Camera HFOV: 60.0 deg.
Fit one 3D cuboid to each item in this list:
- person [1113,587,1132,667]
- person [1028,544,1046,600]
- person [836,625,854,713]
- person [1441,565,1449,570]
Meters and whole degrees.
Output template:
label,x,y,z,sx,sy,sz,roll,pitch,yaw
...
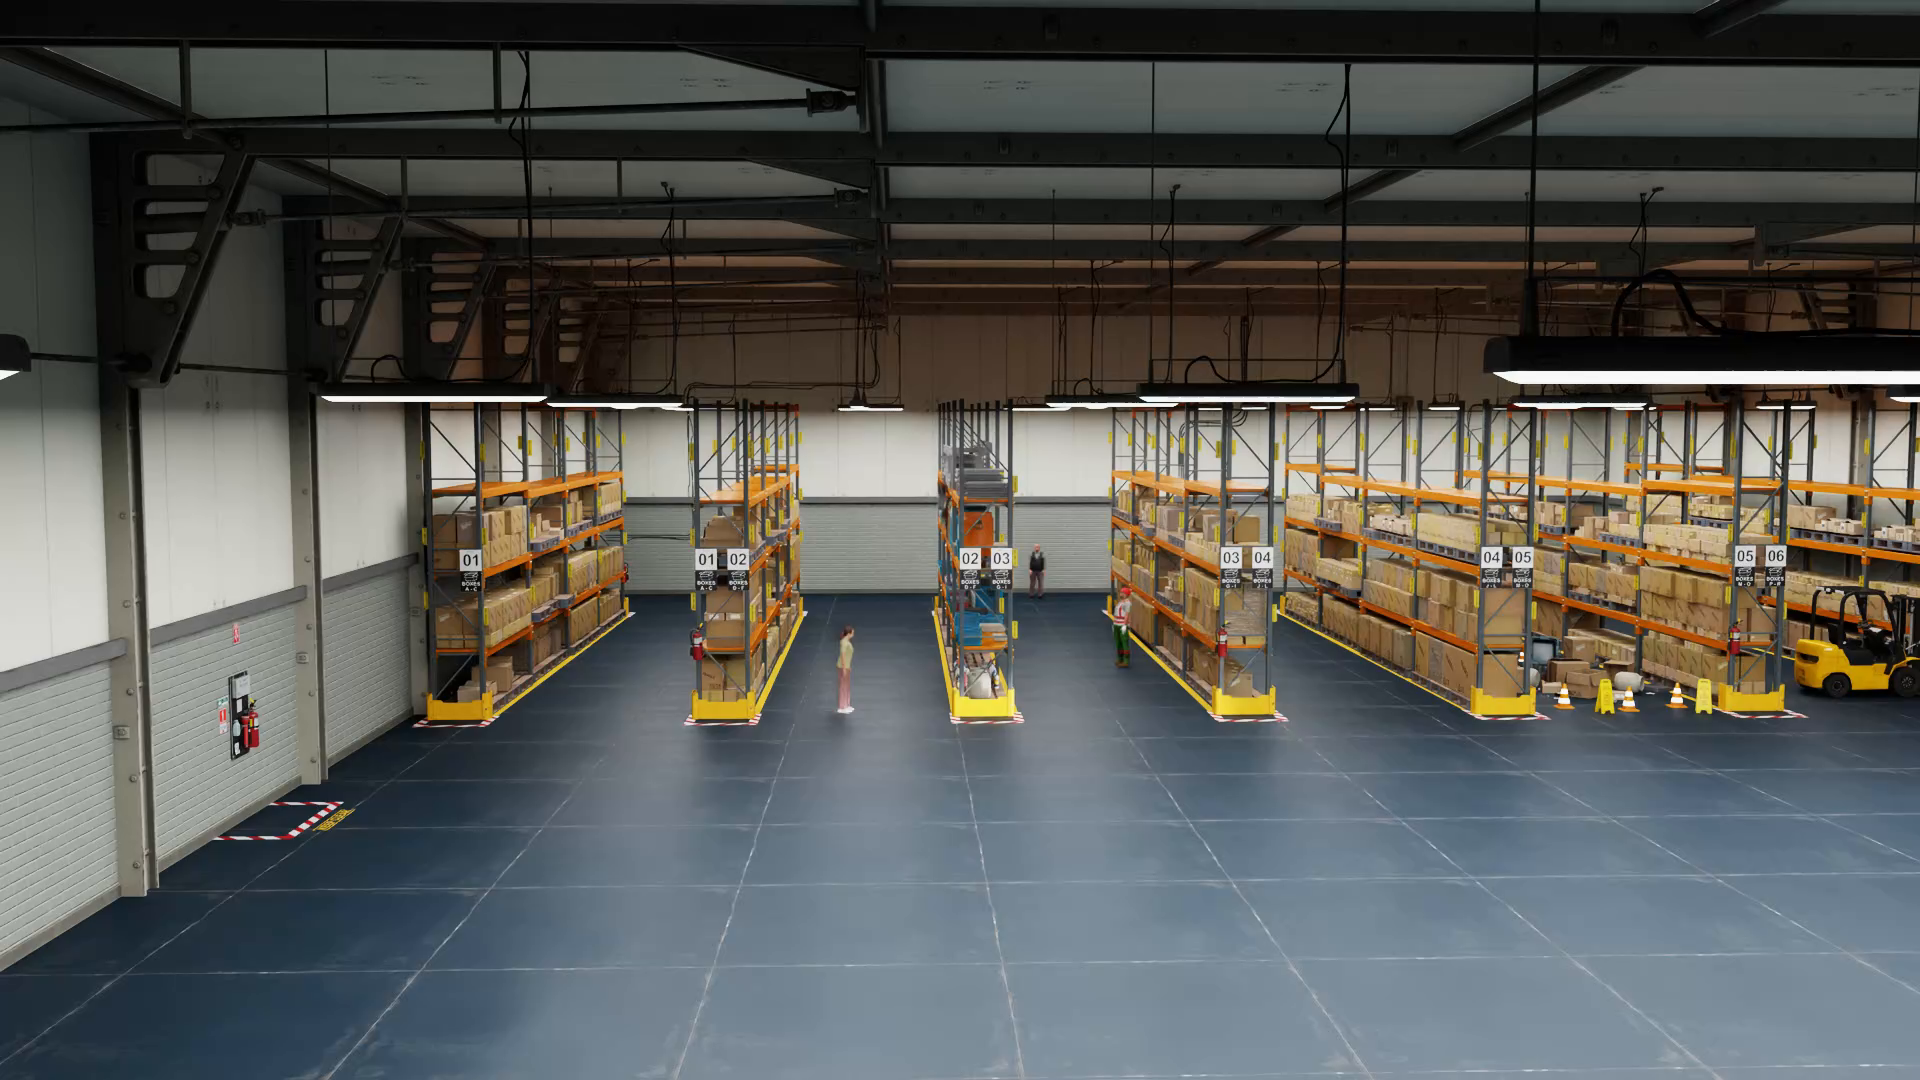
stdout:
label,x,y,z,sx,sy,sz,roll,pitch,yaw
person,3.661,1.962,37.840,0.498,1.781,0.572,-3,5,-31
person,2.393,0.978,51.401,0.562,1.730,0.557,-2,5,-22
person,-2.198,2.474,31.861,0.345,1.683,0.468,0,4,-2
person,12.824,1.491,44.136,0.652,1.709,0.989,2,5,24
